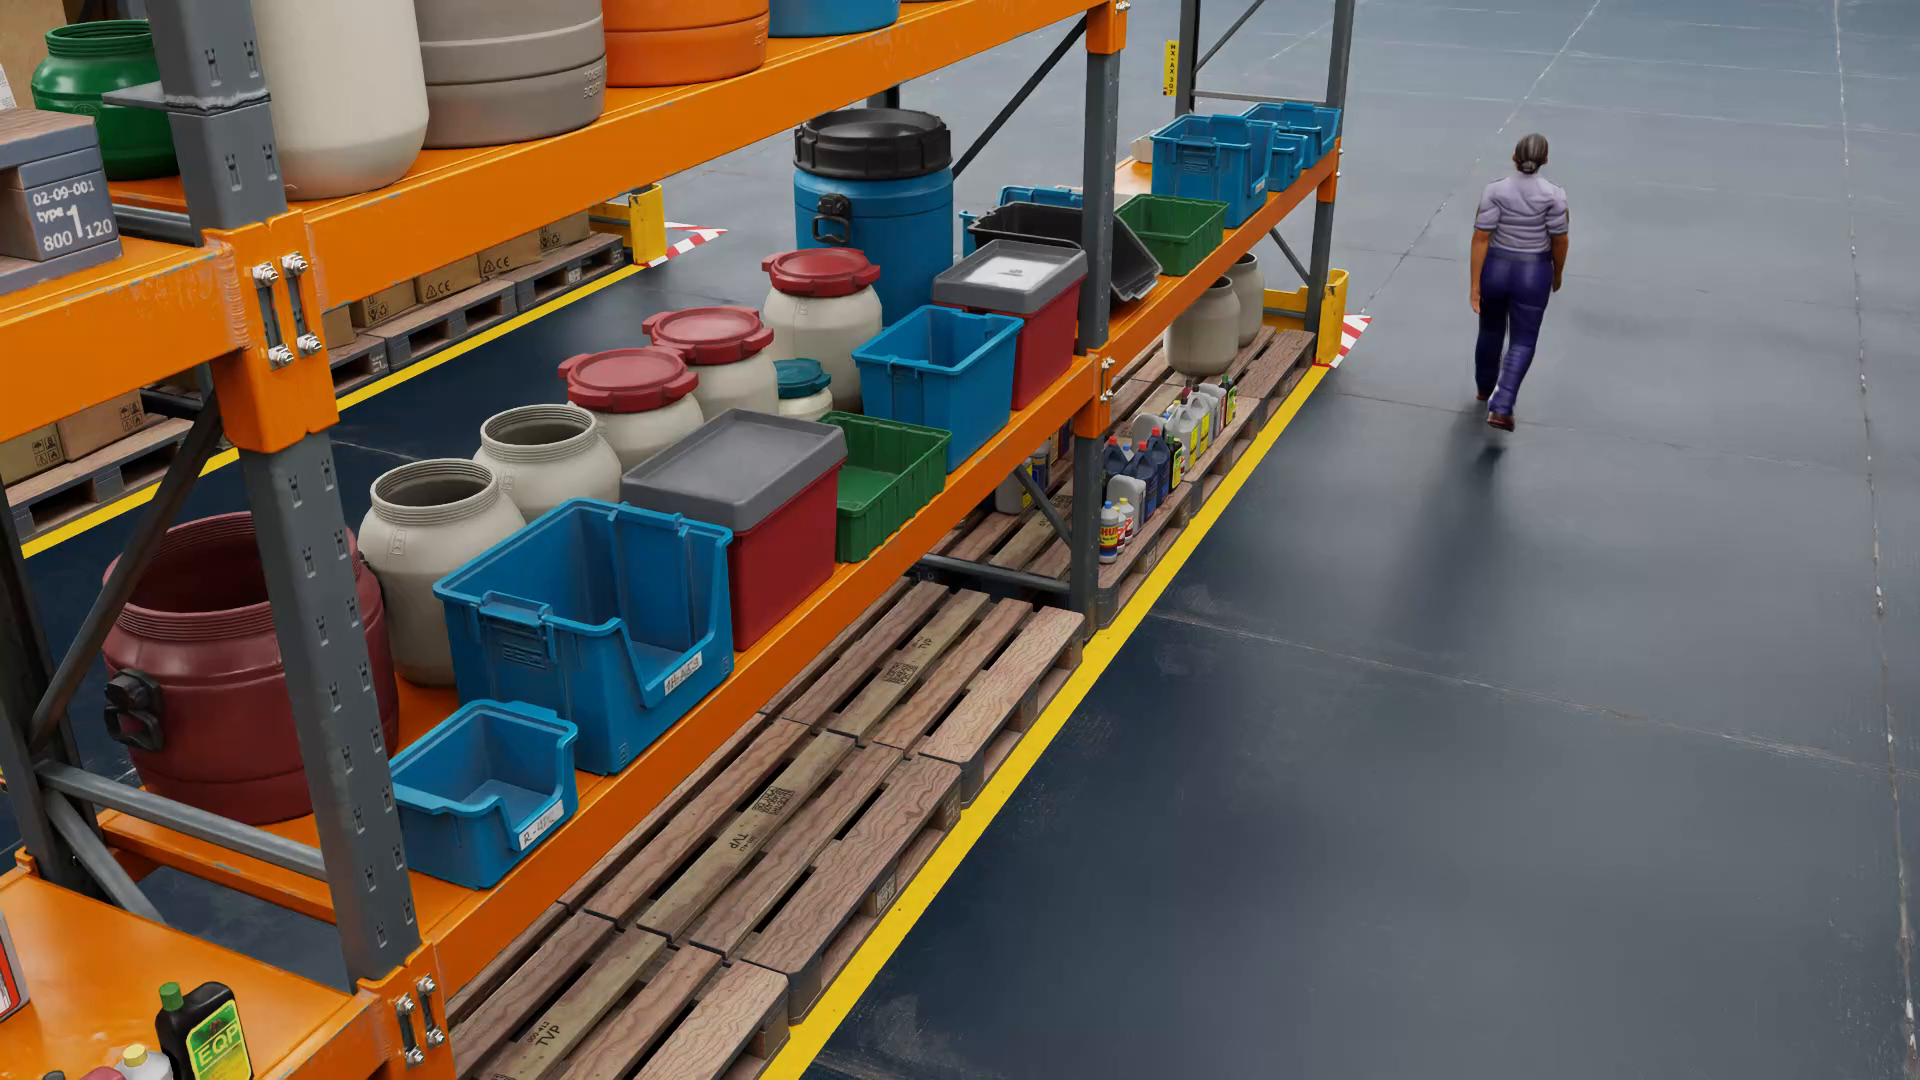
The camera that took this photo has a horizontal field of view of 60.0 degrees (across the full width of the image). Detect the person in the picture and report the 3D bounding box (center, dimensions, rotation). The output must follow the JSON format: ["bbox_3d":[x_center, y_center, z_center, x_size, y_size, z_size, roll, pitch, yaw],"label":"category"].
[{"bbox_3d":[3.009,-1.417,9.006,0.476,1.594,0.978,13,29,25],"label":"person"}]
